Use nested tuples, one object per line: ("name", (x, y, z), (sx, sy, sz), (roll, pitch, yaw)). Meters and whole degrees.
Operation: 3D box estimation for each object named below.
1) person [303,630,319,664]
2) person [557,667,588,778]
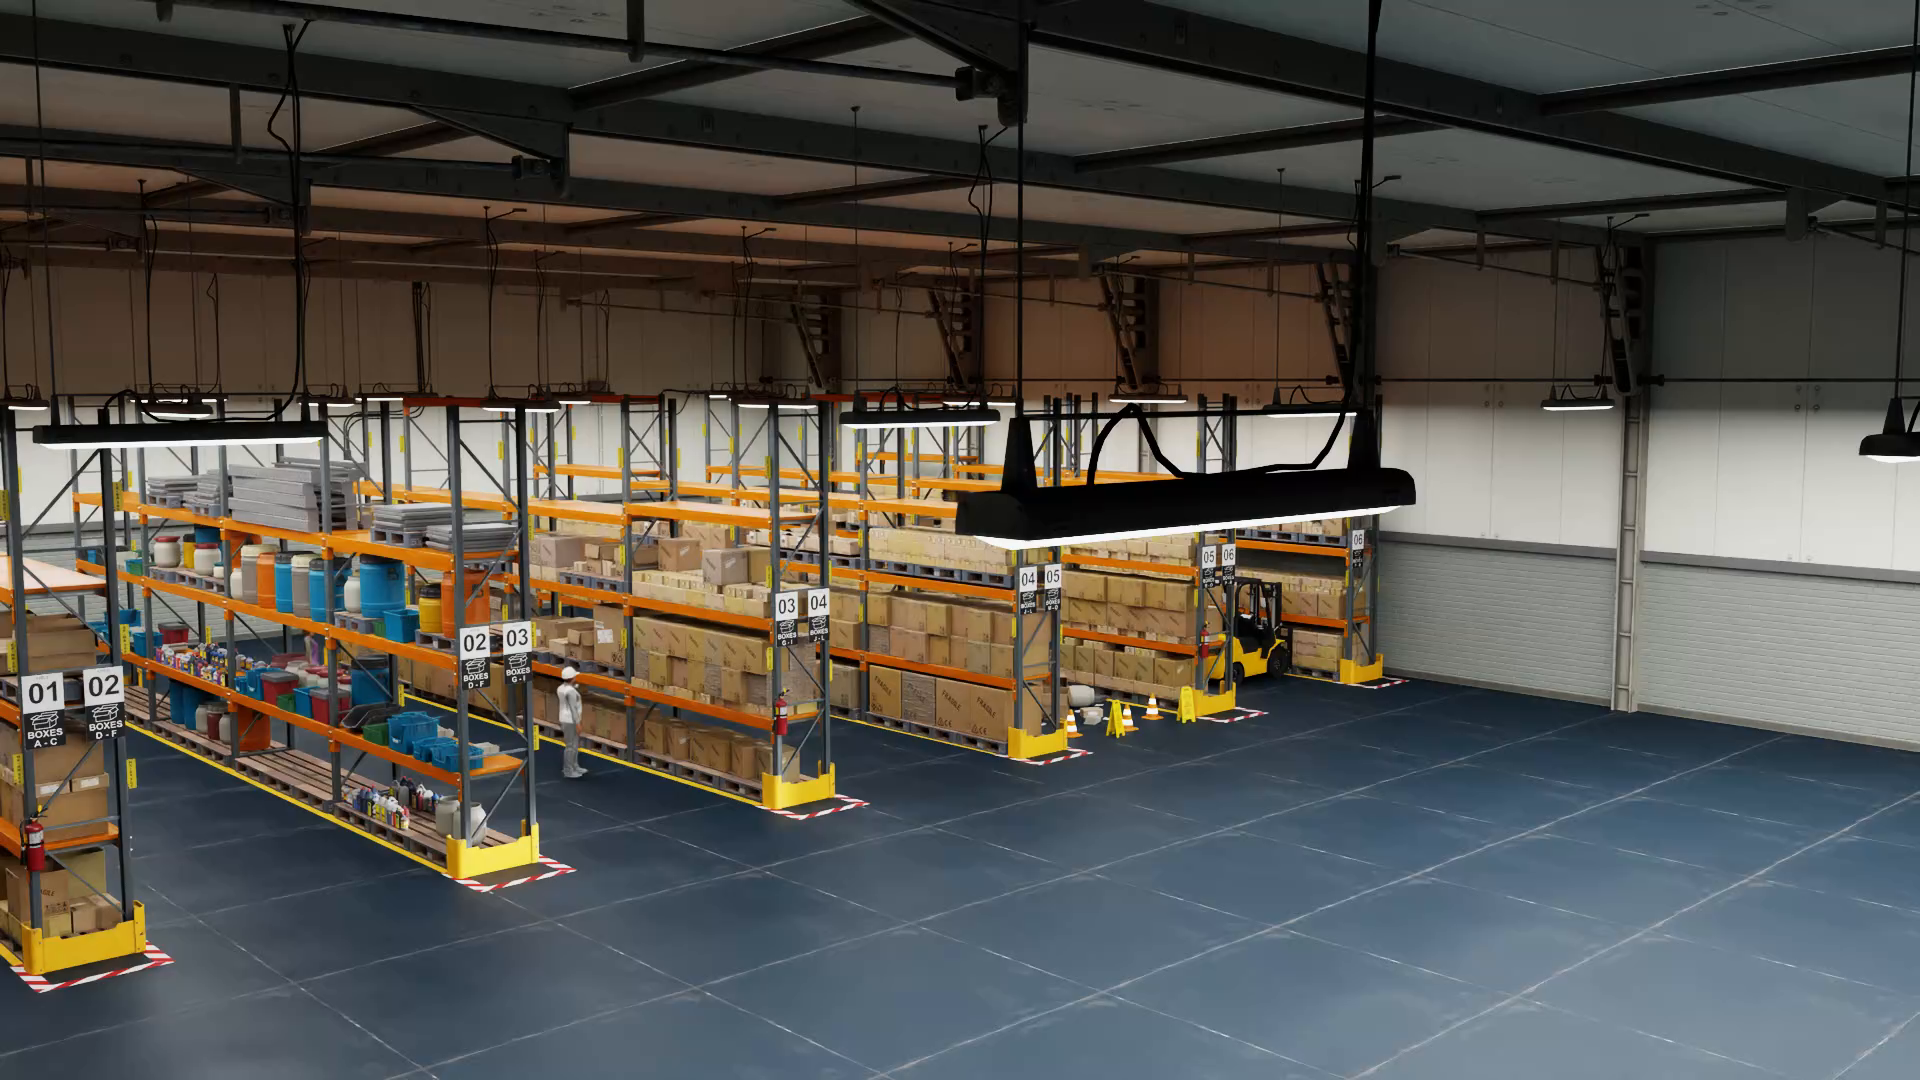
("person", (-12.540, 2.446, 32.172), (0.318, 1.604, 0.480), (-4, 7, -37))
("person", (-6.177, 2.895, 26.507), (0.450, 1.775, 0.590), (-1, 6, -15))
